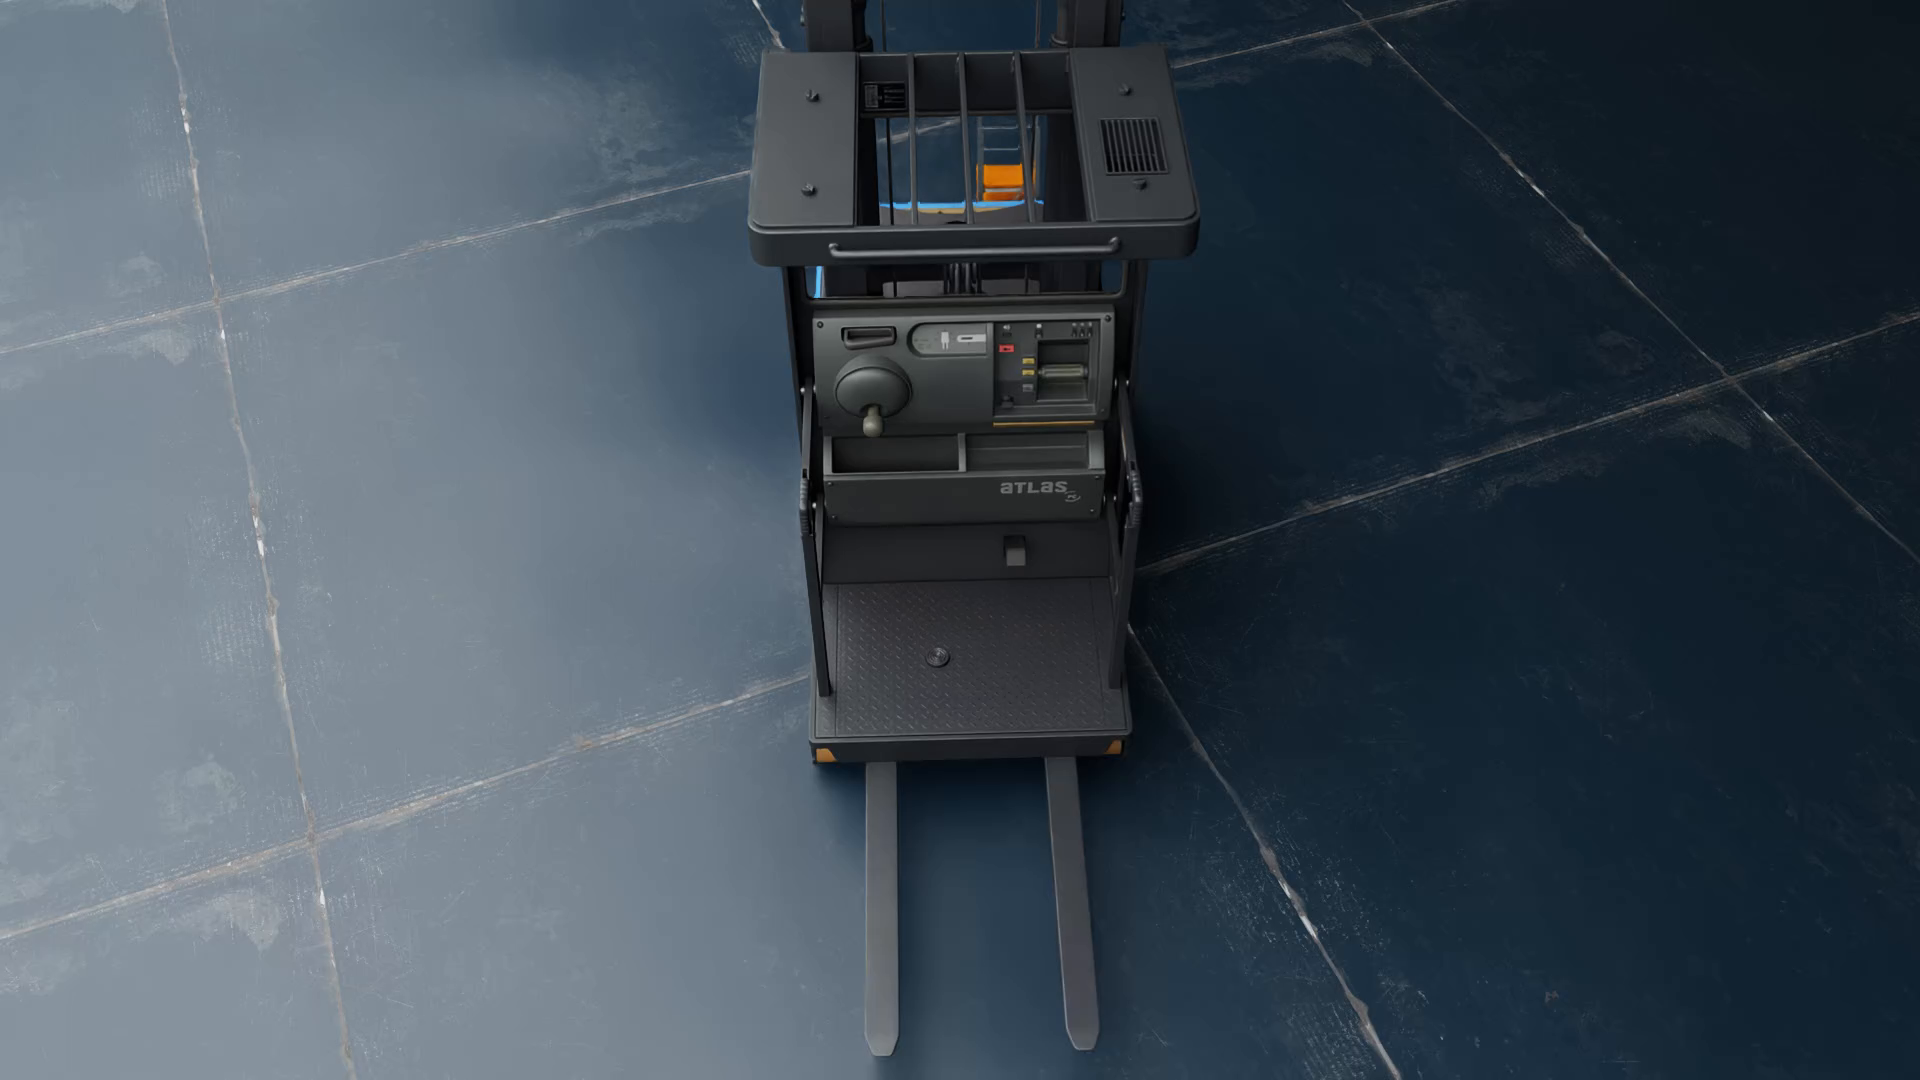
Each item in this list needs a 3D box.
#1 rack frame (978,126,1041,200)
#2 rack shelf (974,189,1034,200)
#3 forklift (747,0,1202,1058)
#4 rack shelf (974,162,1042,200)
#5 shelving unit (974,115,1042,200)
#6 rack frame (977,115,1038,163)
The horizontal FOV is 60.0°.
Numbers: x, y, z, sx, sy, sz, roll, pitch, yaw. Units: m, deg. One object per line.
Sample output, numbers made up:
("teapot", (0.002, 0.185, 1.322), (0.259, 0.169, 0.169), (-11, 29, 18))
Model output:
("rack frame", (0.192, -1.111, 6.723), (0.240, 1.200, 0.006), (-1, 39, -1))
("rack shelf", (0.190, -1.320, 6.670), (0.258, 0.103, 0.180), (-1, 39, -1))
("forklift", (0.023, -0.421, 5.020), (1.130, 2.935, 3.031), (-1, 49, -1))
("rack shelf", (0.189, -1.413, 6.594), (0.258, 0.103, 0.180), (-1, 39, -1))
("shelving unit", (0.190, -1.169, 6.793), (0.258, 1.200, 0.189), (-1, 39, -1))
("rack frame", (0.188, -1.227, 6.864), (0.240, 1.200, 0.006), (-1, 39, -1))
